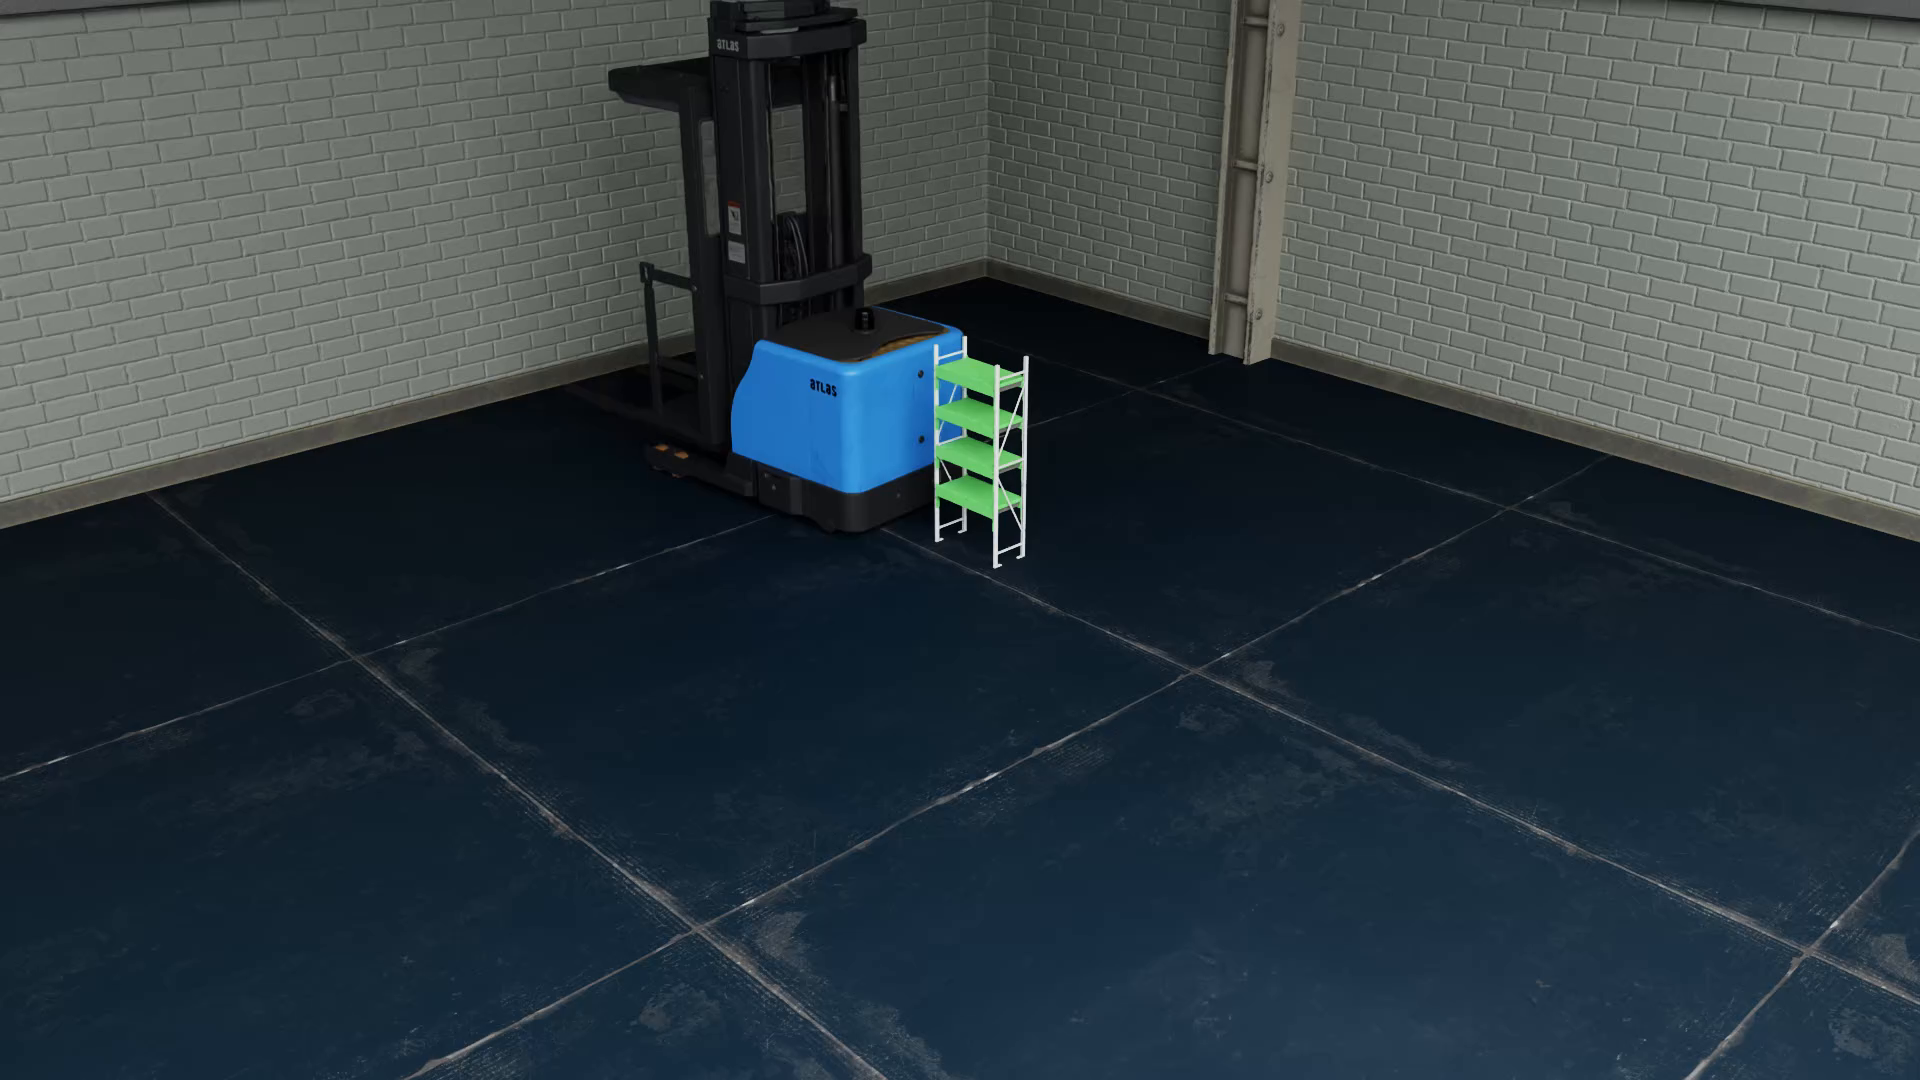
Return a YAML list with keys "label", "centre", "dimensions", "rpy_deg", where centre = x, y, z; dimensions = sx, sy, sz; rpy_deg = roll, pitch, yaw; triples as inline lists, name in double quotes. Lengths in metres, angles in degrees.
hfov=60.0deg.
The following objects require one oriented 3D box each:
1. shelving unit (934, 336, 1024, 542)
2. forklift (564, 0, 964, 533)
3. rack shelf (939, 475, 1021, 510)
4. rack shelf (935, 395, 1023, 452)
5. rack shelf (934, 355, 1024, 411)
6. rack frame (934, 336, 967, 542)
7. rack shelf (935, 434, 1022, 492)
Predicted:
- label: "shelving unit"
  centre: [0.109, -0.497, 9.395]
  dimensions: [0.258, 1.200, 0.492]
  rpy_deg: [-21, 32, -38]
- label: "forklift"
  centre: [-1.394, -1.873, 10.324]
  dimensions: [3.031, 2.935, 1.130]
  rpy_deg: [20, 31, 37]
- label: "rack shelf"
  centre: [0.113, -0.268, 9.495]
  dimensions: [0.221, 0.021, 0.457]
  rpy_deg: [-21, 32, -38]
- label: "rack shelf"
  centre: [0.113, -0.656, 9.318]
  dimensions: [0.258, 0.148, 0.480]
  rpy_deg: [-21, 32, -38]
- label: "rack shelf"
  centre: [0.113, -0.874, 9.218]
  dimensions: [0.258, 0.148, 0.480]
  rpy_deg: [-21, 32, -38]
- label: "rack frame"
  centre: [-0.054, -0.570, 9.553]
  dimensions: [0.240, 1.200, 0.015]
  rpy_deg: [-21, 32, -38]
- label: "rack shelf"
  centre: [0.113, -0.438, 9.418]
  dimensions: [0.258, 0.148, 0.480]
  rpy_deg: [-21, 32, -38]
